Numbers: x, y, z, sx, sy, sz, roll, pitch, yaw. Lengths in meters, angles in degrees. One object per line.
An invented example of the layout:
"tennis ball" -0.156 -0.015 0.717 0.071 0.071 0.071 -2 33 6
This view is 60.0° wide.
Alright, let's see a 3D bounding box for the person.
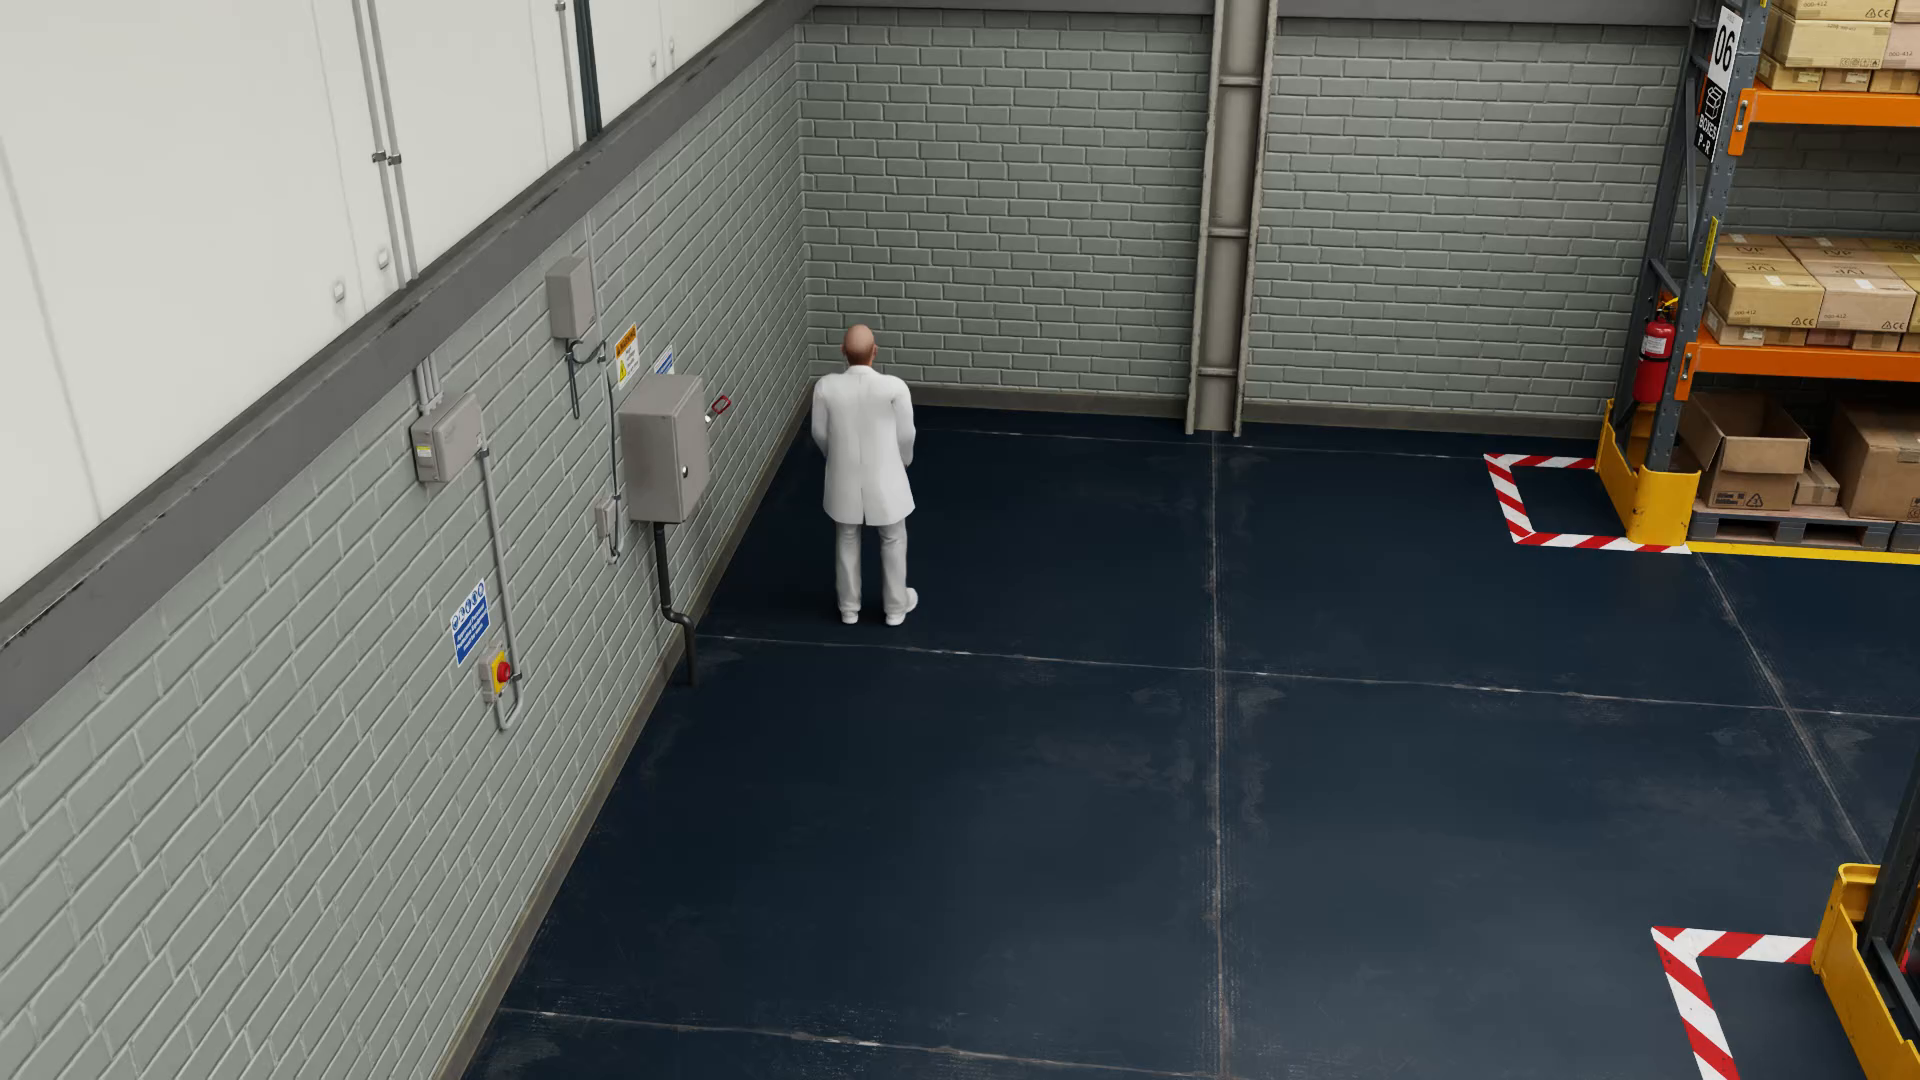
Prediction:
"person" -0.511 -0.354 9.320 0.645 1.758 0.419 3 28 6
